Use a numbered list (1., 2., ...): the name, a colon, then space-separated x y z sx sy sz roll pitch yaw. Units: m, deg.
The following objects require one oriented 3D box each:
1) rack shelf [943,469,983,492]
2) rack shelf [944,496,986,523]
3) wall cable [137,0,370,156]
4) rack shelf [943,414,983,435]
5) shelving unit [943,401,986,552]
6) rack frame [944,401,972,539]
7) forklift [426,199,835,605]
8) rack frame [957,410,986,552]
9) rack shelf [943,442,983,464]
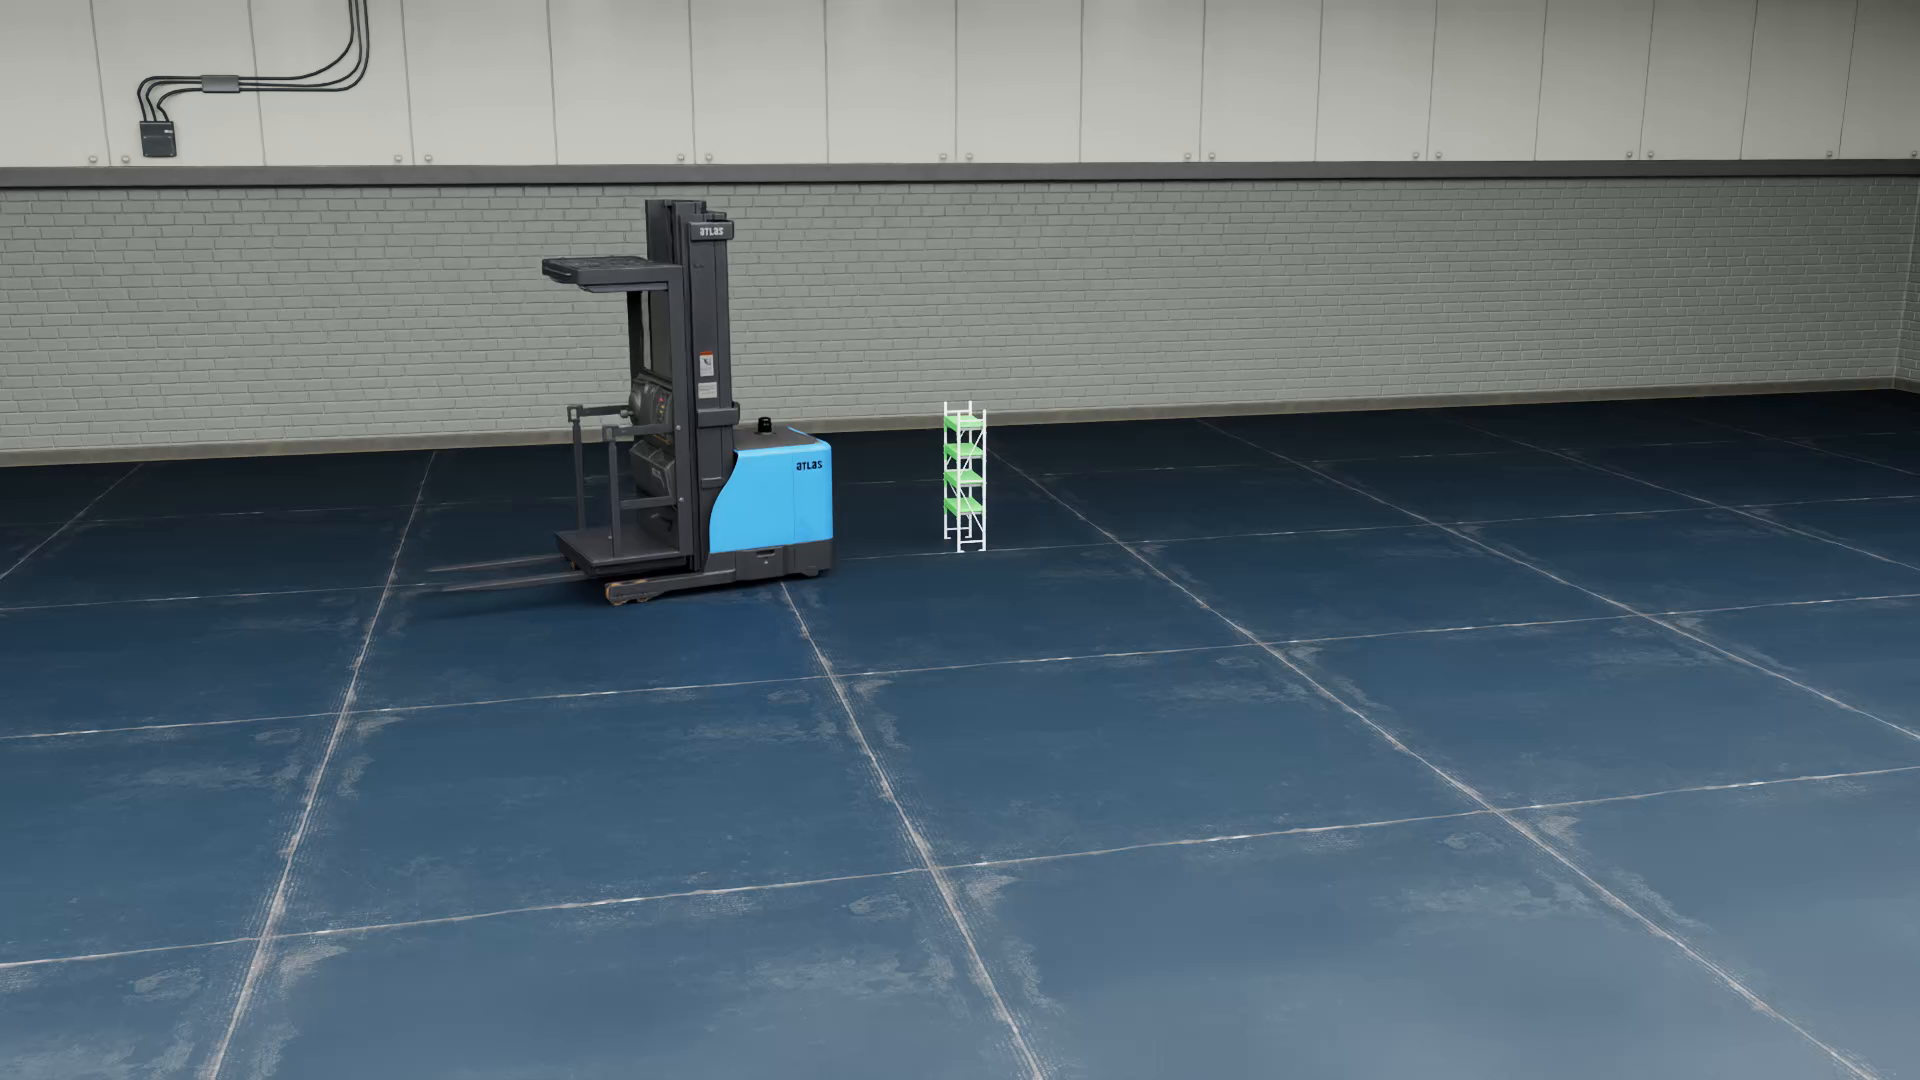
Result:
1. rack shelf: 0.039 -0.483 14.144 0.258 0.148 0.480 -3 14 -13
2. rack shelf: 0.039 -0.249 14.200 0.258 0.148 0.480 -3 14 -13
3. wall cable: -7.314 -6.948 16.738 2.305 6.003 0.169 -3 14 -13
4. rack shelf: 0.039 -0.949 14.030 0.258 0.148 0.480 -3 14 -13
5. shelving unit: 0.039 -0.545 14.128 0.258 1.200 0.503 -3 14 -13
6. rack frame: -0.018 -0.601 14.359 0.240 1.200 0.015 -3 14 -13
7. forklift: -2.544 -1.079 12.667 3.031 2.935 1.130 -7 15 -27
8. rack frame: 0.096 -0.488 13.898 0.240 1.200 0.015 -3 14 -13
9. rack shelf: 0.039 -0.716 14.087 0.258 0.148 0.480 -3 14 -13
